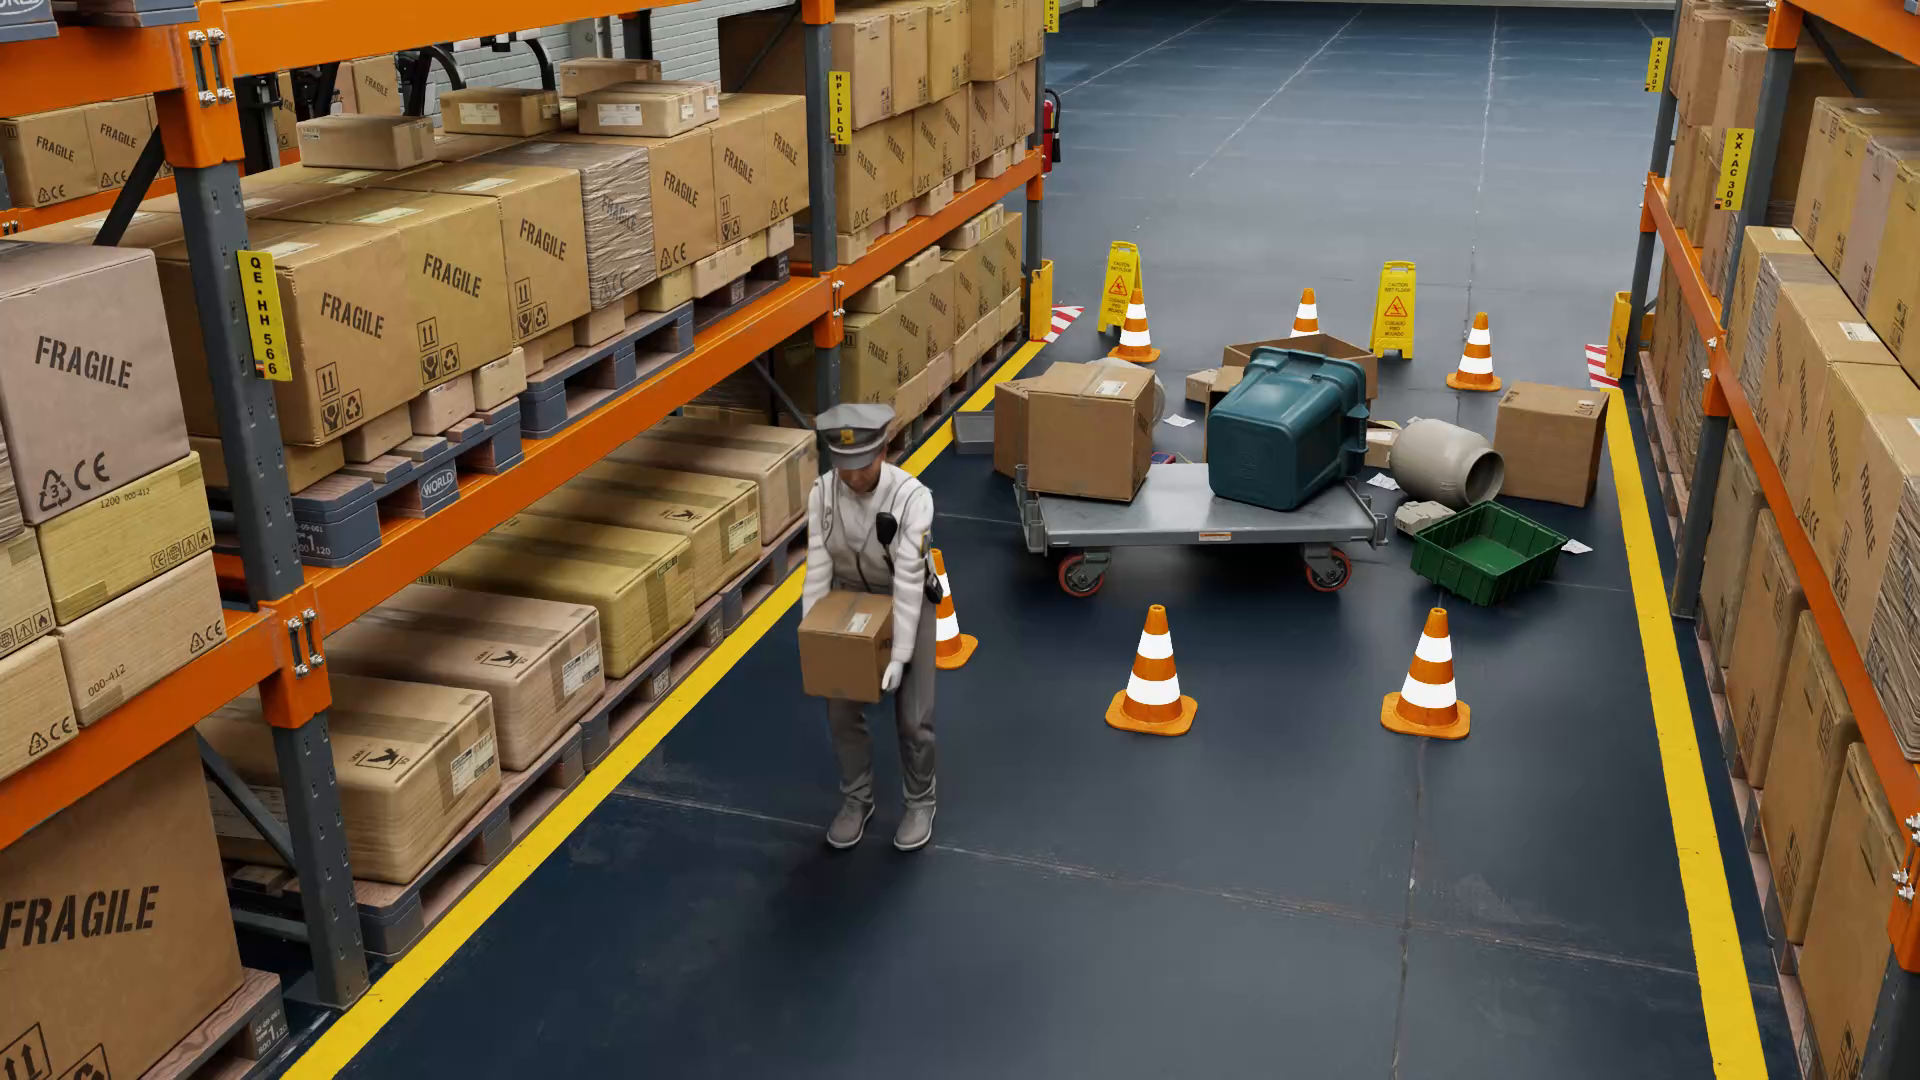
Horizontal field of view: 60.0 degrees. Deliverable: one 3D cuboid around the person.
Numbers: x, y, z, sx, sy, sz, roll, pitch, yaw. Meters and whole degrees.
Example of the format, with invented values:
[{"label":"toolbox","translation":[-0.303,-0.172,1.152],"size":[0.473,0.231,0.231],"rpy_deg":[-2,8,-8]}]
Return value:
[{"label":"person","translation":[-0.276,0.291,5.462],"size":[0.410,1.605,0.570],"rpy_deg":[6,23,15]}]
